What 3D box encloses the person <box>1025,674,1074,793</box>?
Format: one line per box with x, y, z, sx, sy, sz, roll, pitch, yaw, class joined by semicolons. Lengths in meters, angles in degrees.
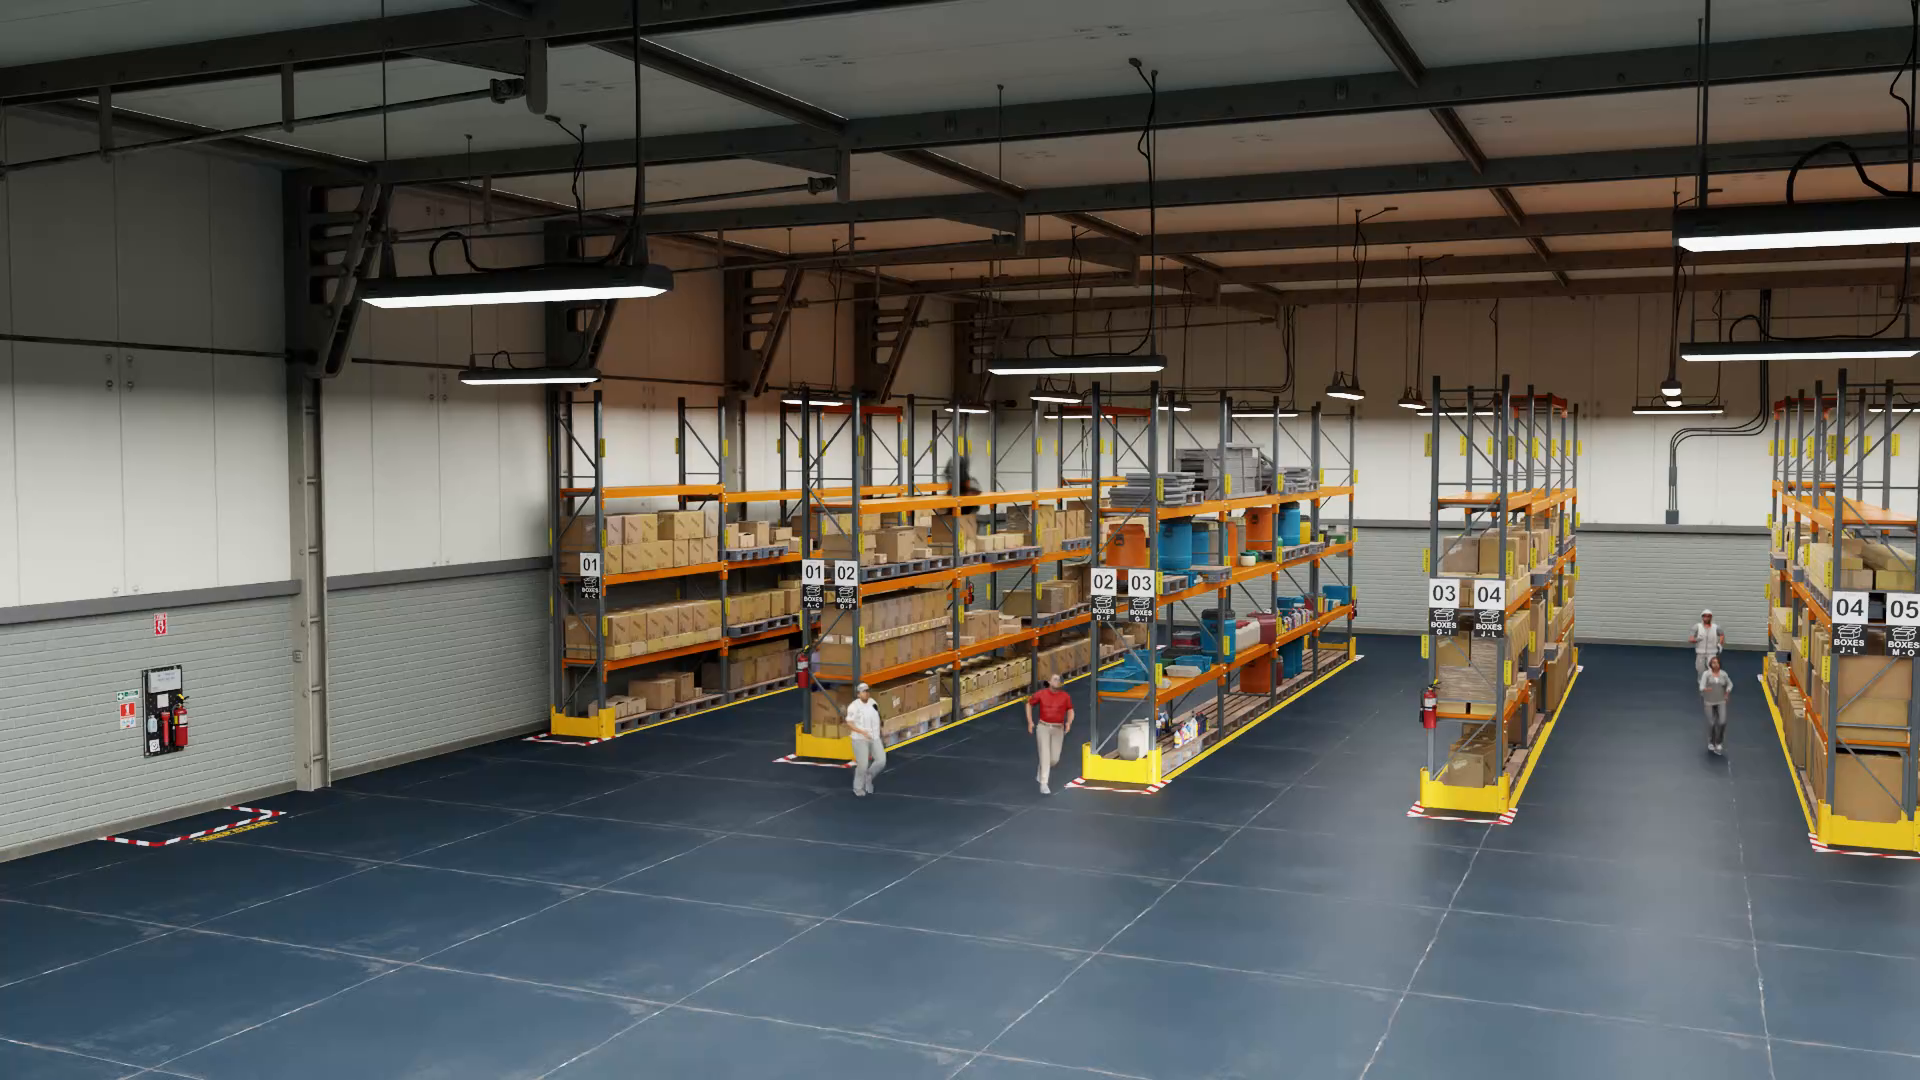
1.342;2.824;24.443;0.714;1.701;0.693;-1;3;-10;person

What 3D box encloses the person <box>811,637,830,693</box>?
-2.508;2.565;29.510;0.583;1.707;0.746;1;3;24;person

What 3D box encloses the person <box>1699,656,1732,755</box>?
12.353;2.705;27.175;0.515;1.604;0.625;1;3;20;person

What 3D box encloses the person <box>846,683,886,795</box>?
-1.334;2.866;23.914;0.618;1.627;0.570;-2;4;-33;person

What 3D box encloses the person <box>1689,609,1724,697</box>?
14.728;2.290;32.811;0.633;1.842;0.743;1;3;24;person
